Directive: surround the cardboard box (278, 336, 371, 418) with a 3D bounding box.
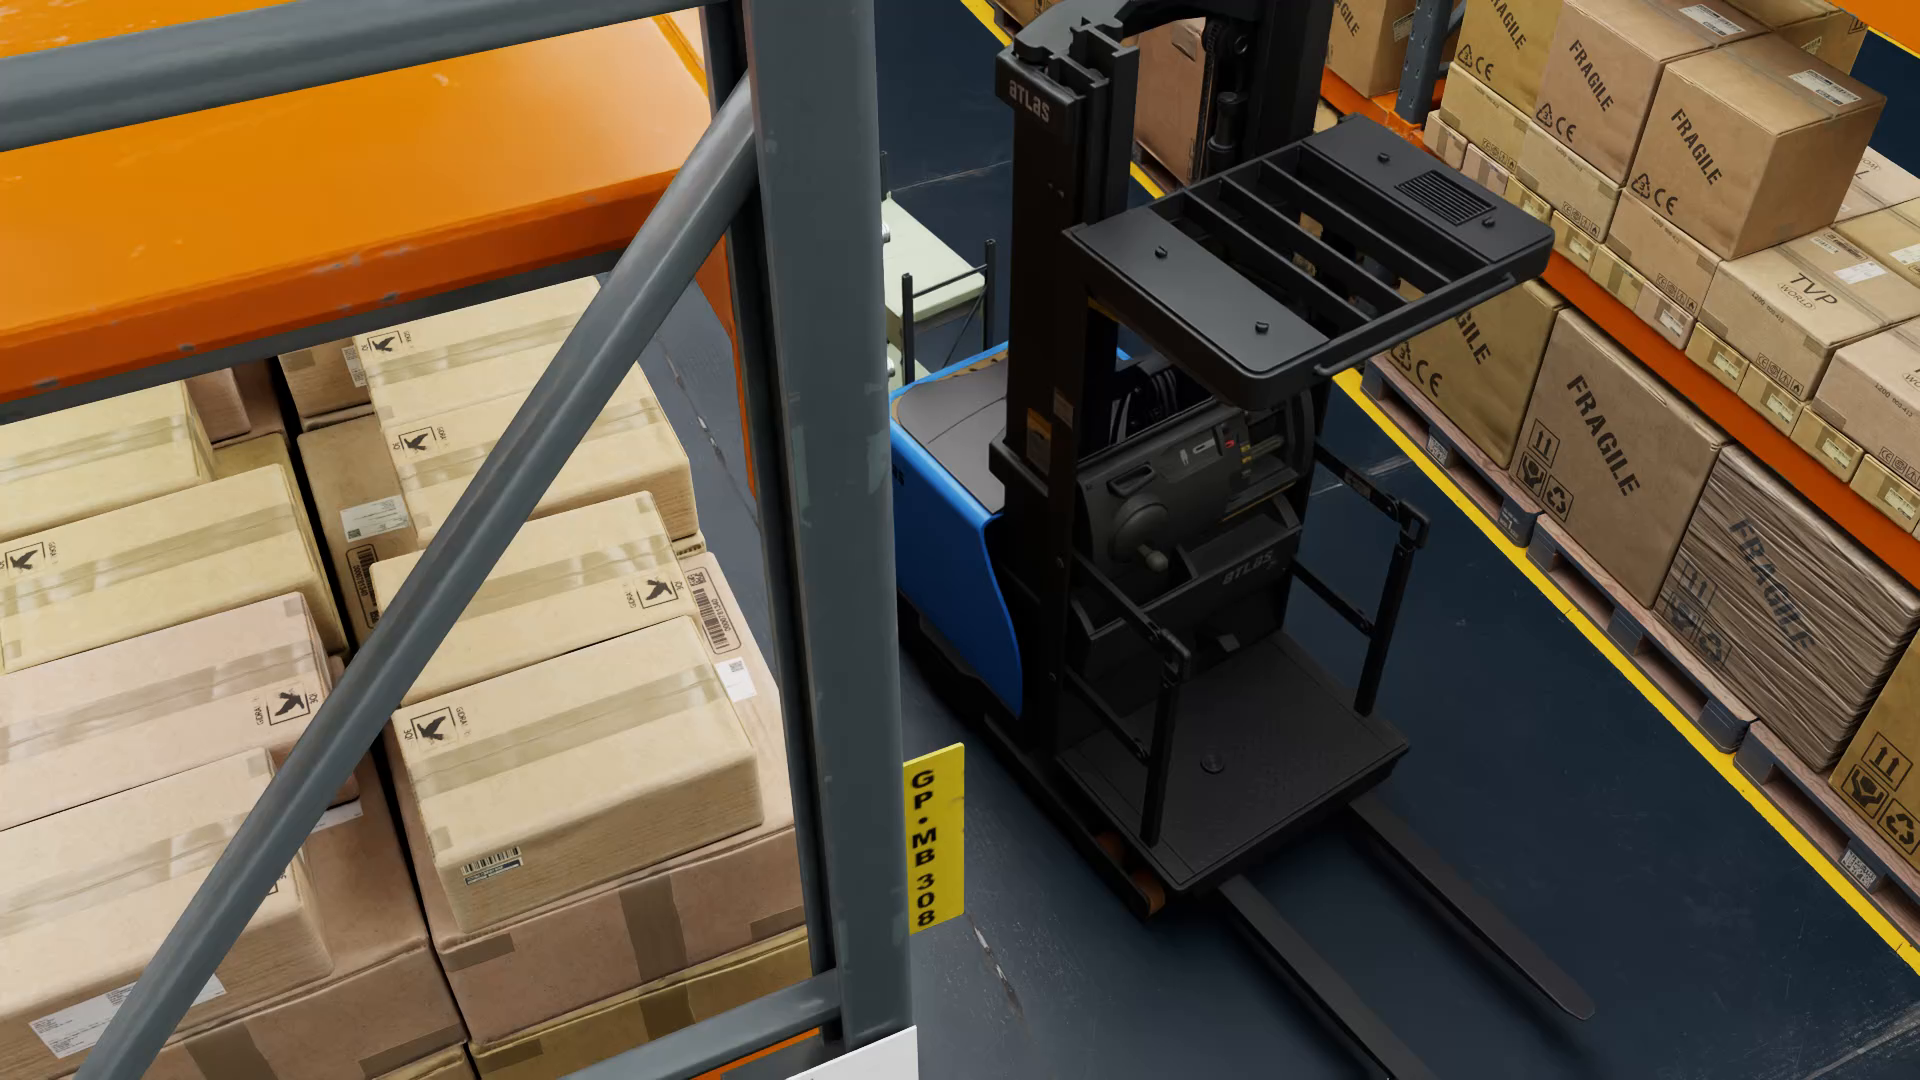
[{"bbox_3d":[-0.908,-0.372,2.691,0.380,0.149,0.250,-17,47,-16],"label":"cardboard box"}]

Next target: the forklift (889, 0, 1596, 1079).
[{"bbox_3d":[0.888,-0.127,5.160,1.130,2.935,3.031,-26,50,-24],"label":"forklift"}]

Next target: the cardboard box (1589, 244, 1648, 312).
[{"bbox_3d":[2.591,-1.022,6.198,0.380,0.149,0.250,-19,48,-18],"label":"cardboard box"}]

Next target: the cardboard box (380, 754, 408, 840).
[{"bbox_3d":[-1.186,0.337,2.613,0.500,0.250,0.500,-18,47,-17],"label":"cardboard box"}]

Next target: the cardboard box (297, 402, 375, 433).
[{"bbox_3d":[-0.905,-0.320,2.923,0.500,0.250,0.500,-17,47,-17],"label":"cardboard box"}]

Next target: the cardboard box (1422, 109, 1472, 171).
[{"bbox_3d":[2.149,-1.687,6.872,0.380,0.149,0.250,-18,47,-17],"label":"cardboard box"}]

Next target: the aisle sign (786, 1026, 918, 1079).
[{"bbox_3d":[-0.231,0.919,2.201,0.394,0.787,0.004,-18,47,-17],"label":"aisle sign"}]

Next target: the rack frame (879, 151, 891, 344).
[{"bbox_3d":[-0.456,-0.910,6.973,0.400,1.500,0.023,-26,50,-24],"label":"rack frame"}]

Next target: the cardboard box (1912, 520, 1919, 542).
[{"bbox_3d":[3.240,-0.040,5.202,0.380,0.149,0.250,-17,47,-17],"label":"cardboard box"}]

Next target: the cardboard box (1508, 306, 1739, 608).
[{"bbox_3d":[2.910,-0.439,6.641,0.875,0.875,0.875,-18,47,-17],"label":"cardboard box"}]

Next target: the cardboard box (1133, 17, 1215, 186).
[{"bbox_3d":[1.663,-2.427,8.657,1.225,0.875,0.875,-20,48,-19],"label":"cardboard box"}]

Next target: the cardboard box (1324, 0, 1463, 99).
[{"bbox_3d":[1.882,-2.316,7.259,0.500,0.500,0.500,-18,47,-17],"label":"cardboard box"}]

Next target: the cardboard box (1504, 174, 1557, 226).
[{"bbox_3d":[2.371,-1.352,6.532,0.380,0.149,0.250,-17,47,-16],"label":"cardboard box"}]

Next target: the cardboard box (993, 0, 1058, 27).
[{"bbox_3d":[0.916,-3.559,9.804,1.225,0.875,0.875,-20,48,-19],"label":"cardboard box"}]

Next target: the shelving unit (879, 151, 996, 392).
[{"bbox_3d":[-0.248,-0.698,6.759,0.431,1.500,0.755,-26,50,-24],"label":"shelving unit"}]

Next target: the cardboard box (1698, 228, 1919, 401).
[{"bbox_3d":[2.914,-0.775,5.664,0.500,0.250,0.500,-18,47,-17],"label":"cardboard box"}]

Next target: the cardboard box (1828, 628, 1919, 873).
[{"bbox_3d":[3.667,0.709,5.479,0.875,0.875,0.875,-18,47,-17],"label":"cardboard box"}]

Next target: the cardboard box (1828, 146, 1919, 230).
[{"bbox_3d":[3.185,-1.257,6.153,0.500,0.250,0.500,-17,47,-17],"label":"cardboard box"}]

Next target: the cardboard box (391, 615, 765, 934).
[{"bbox_3d":[-0.464,0.278,2.032,0.380,0.149,0.250,-18,48,-18],"label":"cardboard box"}]

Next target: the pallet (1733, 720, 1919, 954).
[{"bbox_3d":[3.601,0.992,5.963,1.003,0.211,1.213,-18,47,-17],"label":"pallet"}]

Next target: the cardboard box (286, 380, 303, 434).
[{"bbox_3d":[-0.937,-0.151,3.107,0.500,0.250,0.500,-19,48,-19],"label":"cardboard box"}]

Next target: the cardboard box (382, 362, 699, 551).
[{"bbox_3d":[-0.602,-0.084,2.399,0.380,0.149,0.250,-18,47,-17],"label":"cardboard box"}]

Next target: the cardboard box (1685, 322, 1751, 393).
[{"bbox_3d":[2.806,-0.694,5.865,0.380,0.149,0.250,-19,48,-19],"label":"cardboard box"}]

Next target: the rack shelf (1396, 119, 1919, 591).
[{"bbox_3d":[3.168,-0.532,6.035,1.077,0.370,4.000,-18,47,-17],"label":"rack shelf"}]

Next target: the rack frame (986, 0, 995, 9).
[{"bbox_3d":[0.645,-4.612,9.657,1.000,3.000,0.127,-18,47,-17],"label":"rack frame"}]

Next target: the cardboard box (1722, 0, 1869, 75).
[{"bbox_3d":[2.970,-1.848,6.217,0.500,0.500,0.500,-18,47,-17],"label":"cardboard box"}]

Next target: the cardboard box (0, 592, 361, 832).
[{"bbox_3d":[-0.975,0.247,2.064,0.380,0.149,0.250,-17,47,-17],"label":"cardboard box"}]

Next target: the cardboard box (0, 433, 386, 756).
[{"bbox_3d":[-1.175,0.150,2.446,0.500,0.250,0.500,-19,48,-18],"label":"cardboard box"}]

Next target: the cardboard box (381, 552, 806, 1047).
[{"bbox_3d":[-0.487,0.331,2.263,0.500,0.250,0.500,-17,47,-17],"label":"cardboard box"}]

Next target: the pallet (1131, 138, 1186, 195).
[{"bbox_3d":[1.417,-2.319,9.318,1.003,0.211,1.213,-18,47,-17],"label":"pallet"}]

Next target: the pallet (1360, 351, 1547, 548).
[{"bbox_3d":[2.576,-0.563,7.539,1.003,0.211,1.213,-18,47,-17],"label":"pallet"}]

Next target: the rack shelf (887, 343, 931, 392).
[{"bbox_3d":[-0.248,-0.466,6.988,0.431,0.370,0.720,-26,50,-24],"label":"rack shelf"}]

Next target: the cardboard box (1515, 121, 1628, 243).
[{"bbox_3d":[2.491,-1.420,6.318,0.500,0.250,0.500,-18,47,-18],"label":"cardboard box"}]

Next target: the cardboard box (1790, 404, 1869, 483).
[{"bbox_3d":[3.020,-0.370,5.537,0.380,0.149,0.250,-18,47,-17],"label":"cardboard box"}]

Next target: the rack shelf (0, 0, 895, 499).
[{"bbox_3d":[-1.375,-1.266,2.510,1.077,0.370,4.000,-18,47,-17],"label":"rack shelf"}]

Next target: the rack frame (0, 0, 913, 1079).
[{"bbox_3d":[-0.534,-0.249,0.964,1.000,3.000,0.127,-18,47,-17],"label":"rack frame"}]

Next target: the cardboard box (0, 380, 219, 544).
[{"bbox_3d":[-1.273,-0.059,2.374,0.380,0.149,0.250,-17,47,-17],"label":"cardboard box"}]

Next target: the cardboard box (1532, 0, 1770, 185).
[{"bbox_3d":[2.496,-1.686,6.053,0.500,0.500,0.500,-18,47,-17],"label":"cardboard box"}]
